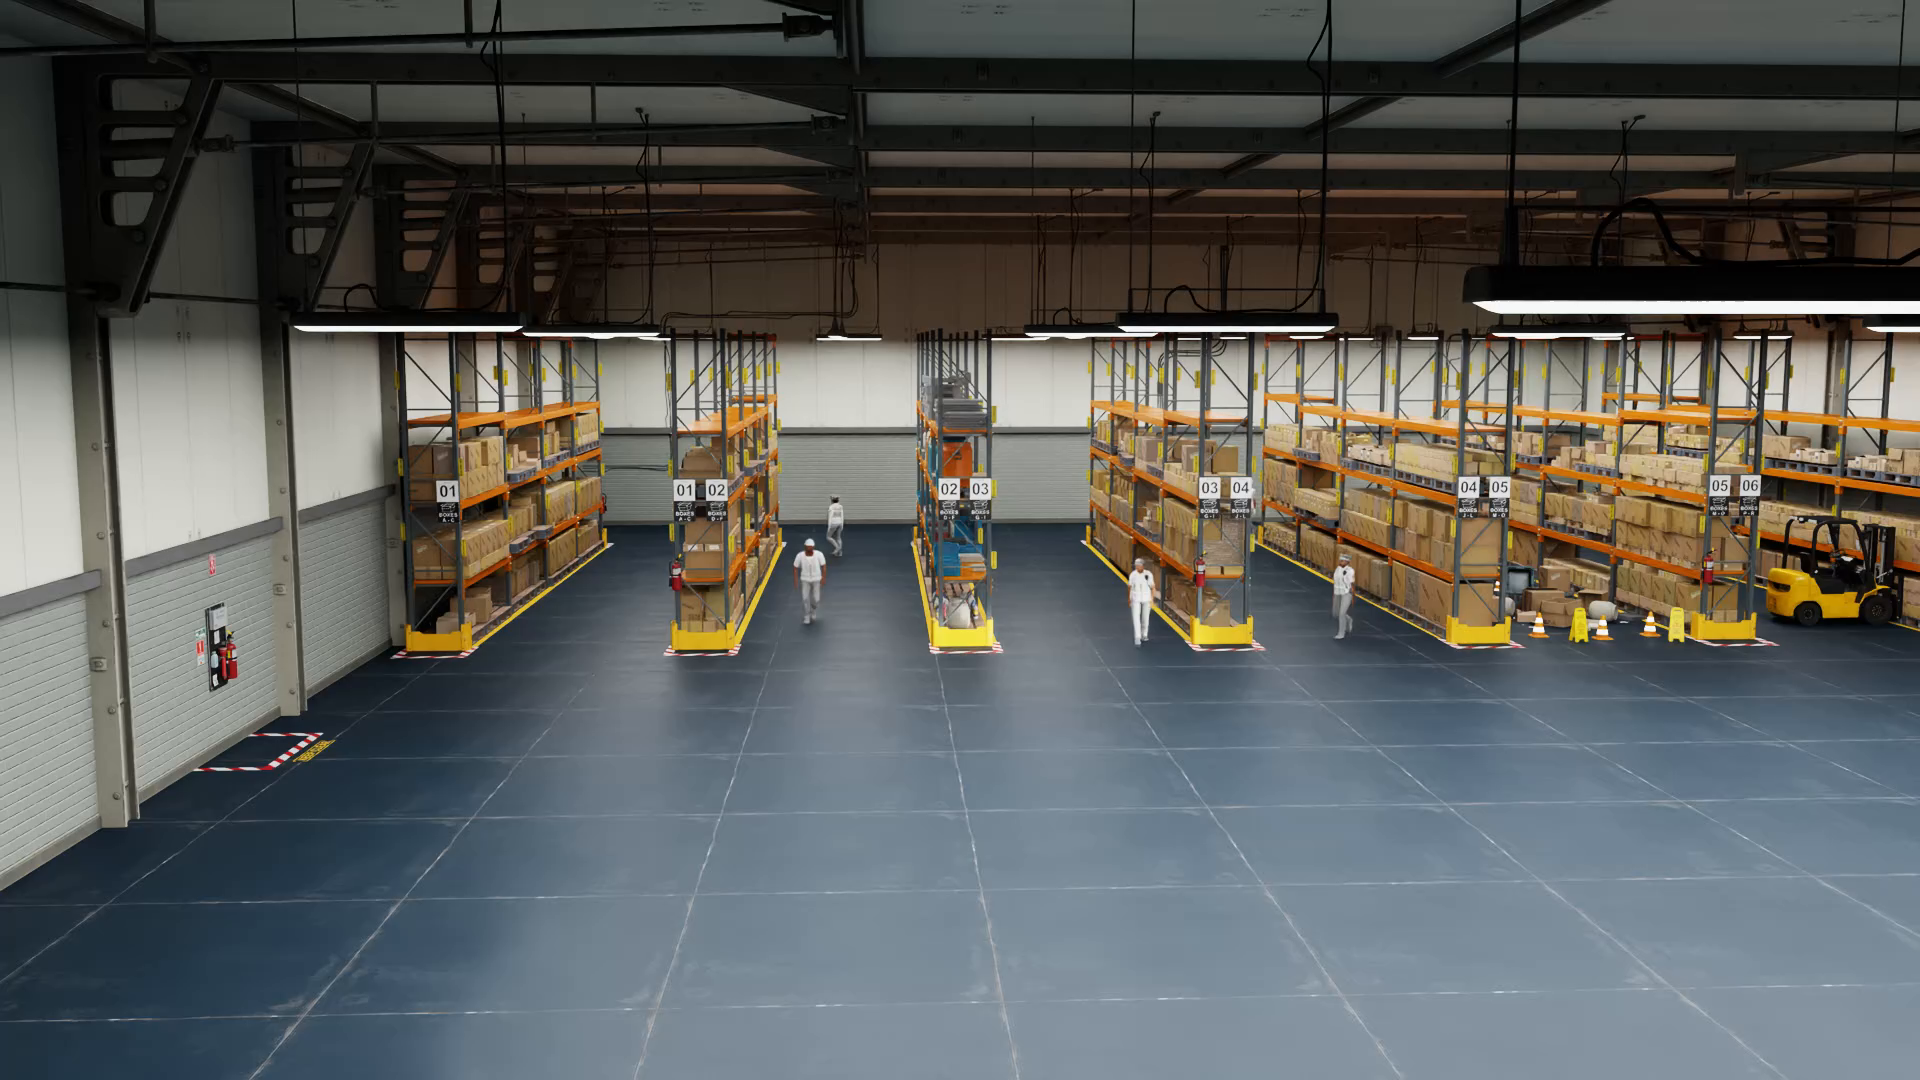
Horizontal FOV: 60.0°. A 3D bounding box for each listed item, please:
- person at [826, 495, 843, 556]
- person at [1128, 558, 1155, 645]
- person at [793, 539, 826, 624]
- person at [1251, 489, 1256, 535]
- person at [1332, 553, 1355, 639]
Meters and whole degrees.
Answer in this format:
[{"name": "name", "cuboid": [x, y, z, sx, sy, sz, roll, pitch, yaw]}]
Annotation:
[{"name": "person", "cuboid": [-3.326, -0.385, 44.764, 0.459, 1.667, 0.522, 7, 9, 44]}, {"name": "person", "cuboid": [3.469, 1.162, 31.729, 0.507, 1.622, 0.936, 0, 7, 3]}, {"name": "person", "cuboid": [-3.098, 0.828, 34.295, 0.672, 1.747, 0.617, -1, 7, -5]}, {"name": "person", "cuboid": [8.485, -0.931, 48.988, 0.859, 1.758, 0.562, -6, 9, -40]}, {"name": "person", "cuboid": [7.523, 1.068, 32.465, 0.711, 1.657, 0.478, -6, 9, -42]}]
